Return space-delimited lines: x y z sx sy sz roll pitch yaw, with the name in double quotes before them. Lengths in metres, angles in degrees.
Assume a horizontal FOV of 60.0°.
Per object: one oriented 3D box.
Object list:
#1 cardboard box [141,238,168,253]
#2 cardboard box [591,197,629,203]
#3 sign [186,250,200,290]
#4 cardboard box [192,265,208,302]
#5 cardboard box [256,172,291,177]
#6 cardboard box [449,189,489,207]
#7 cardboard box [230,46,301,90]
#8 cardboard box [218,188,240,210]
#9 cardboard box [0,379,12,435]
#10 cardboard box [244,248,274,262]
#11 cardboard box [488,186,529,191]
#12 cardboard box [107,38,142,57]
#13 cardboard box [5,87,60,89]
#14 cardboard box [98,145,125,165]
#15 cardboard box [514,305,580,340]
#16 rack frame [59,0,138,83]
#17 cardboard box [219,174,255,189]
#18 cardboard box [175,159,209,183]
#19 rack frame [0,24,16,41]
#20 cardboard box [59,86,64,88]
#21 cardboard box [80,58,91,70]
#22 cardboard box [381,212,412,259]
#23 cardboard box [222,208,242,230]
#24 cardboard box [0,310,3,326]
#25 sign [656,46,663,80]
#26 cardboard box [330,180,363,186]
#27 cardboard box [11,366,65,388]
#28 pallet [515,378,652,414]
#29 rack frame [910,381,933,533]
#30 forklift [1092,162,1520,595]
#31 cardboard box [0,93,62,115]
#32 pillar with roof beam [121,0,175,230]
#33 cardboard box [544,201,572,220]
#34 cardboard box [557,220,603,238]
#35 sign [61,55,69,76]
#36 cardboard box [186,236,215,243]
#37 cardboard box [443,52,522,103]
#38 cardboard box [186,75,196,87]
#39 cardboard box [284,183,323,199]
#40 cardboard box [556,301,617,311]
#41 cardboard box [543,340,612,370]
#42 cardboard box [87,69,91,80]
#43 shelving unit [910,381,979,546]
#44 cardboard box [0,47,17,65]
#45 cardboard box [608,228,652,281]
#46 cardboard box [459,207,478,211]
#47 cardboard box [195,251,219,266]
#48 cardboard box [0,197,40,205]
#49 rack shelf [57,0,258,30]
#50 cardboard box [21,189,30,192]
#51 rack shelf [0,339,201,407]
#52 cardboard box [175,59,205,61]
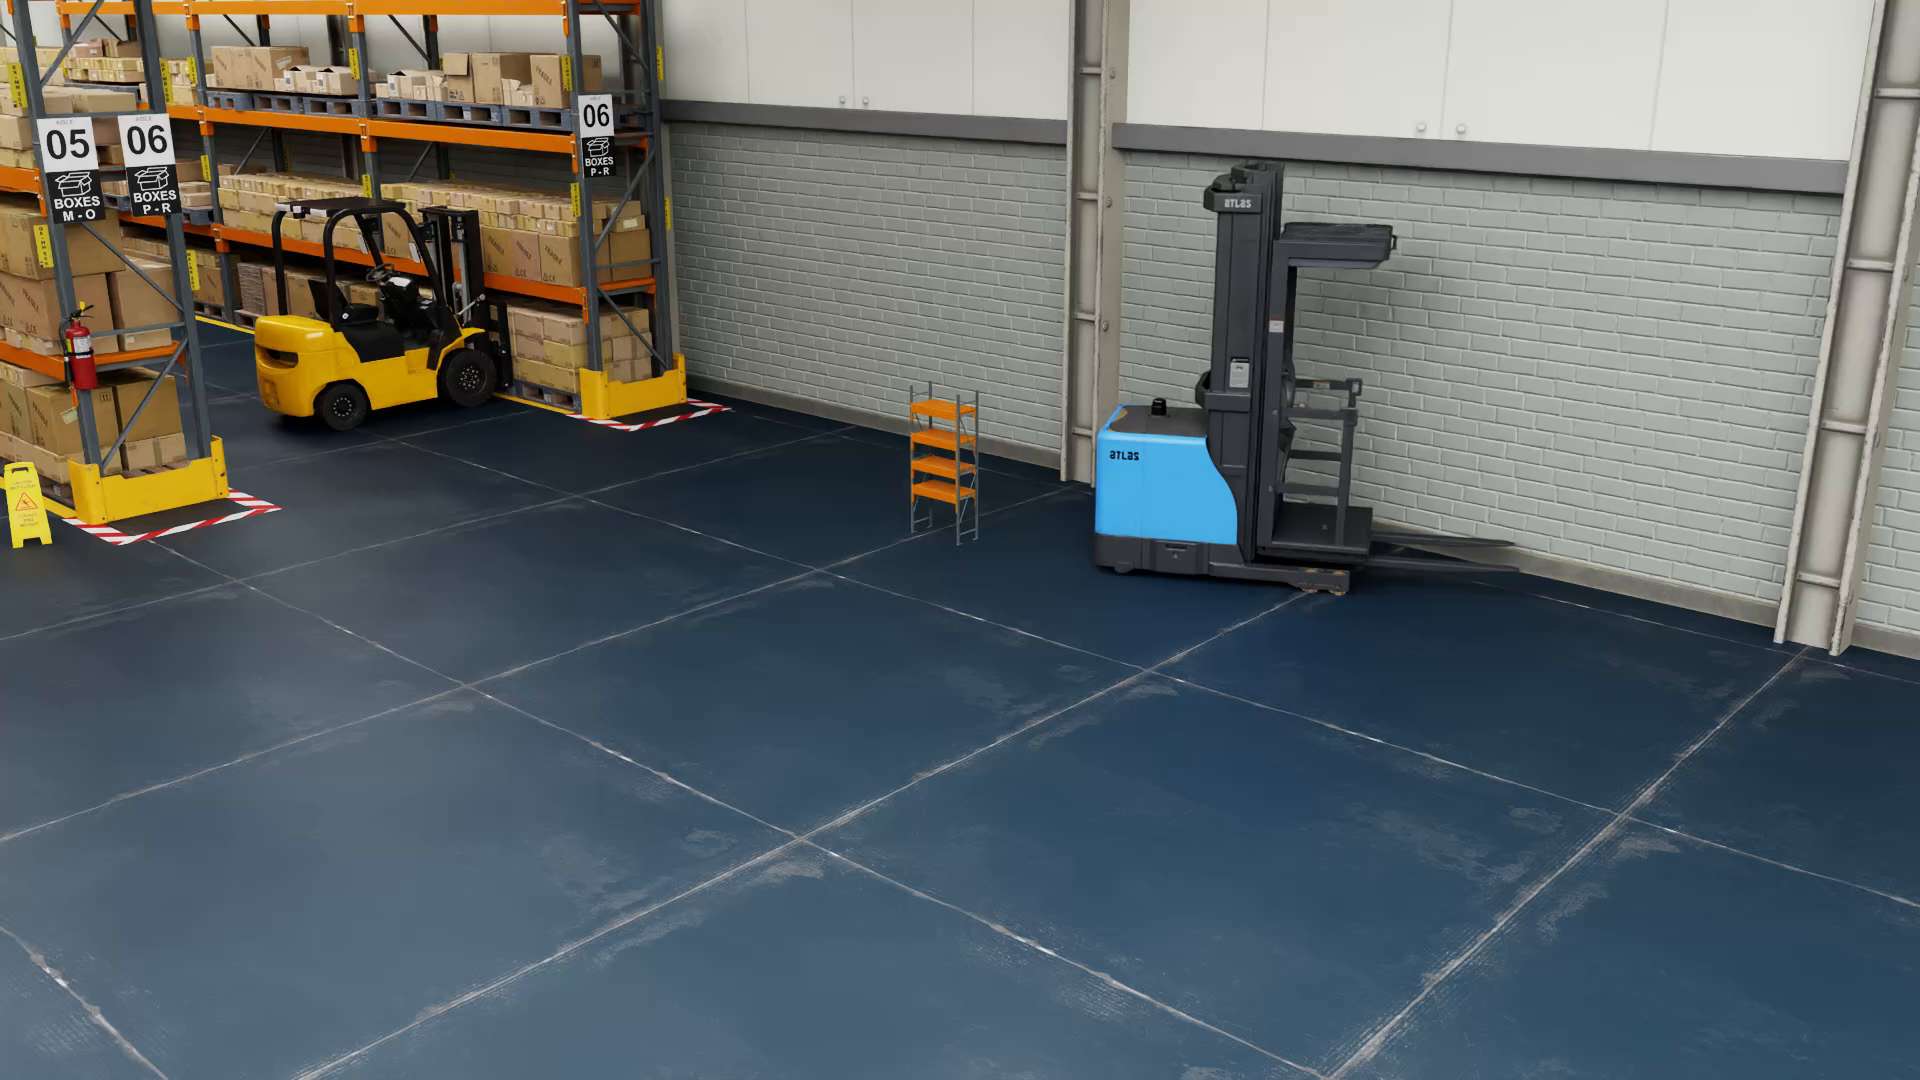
"cardboard box" -11.476 -4.216 23.804 0.250 0.149 0.380 15 23 39
"cardboard box" -3.693 -3.501 17.455 0.250 0.149 0.380 16 24 41
"sign" -6.358 -2.231 13.750 0.005 0.325 0.100 15 23 39
"cardboard box" -10.236 -3.573 22.849 0.500 0.500 0.500 15 23 38
"cardboard box" -9.032 -4.762 21.922 0.250 0.149 0.380 16 24 41
"cardboard box" -5.360 -3.749 18.236 0.250 0.149 0.380 15 23 39
"cardboard box" -8.586 -5.871 20.669 0.500 0.500 0.700 14 23 38
"cardboard box" -9.257 -4.442 21.571 0.500 0.250 0.500 15 23 39
"cardboard box" -8.256 -1.251 14.706 0.500 0.500 0.500 14 23 38
"cardboard box" -9.593 -3.918 22.865 0.250 0.149 0.380 17 24 42
"cardboard box" -5.042 -3.860 18.588 0.250 0.149 0.380 15 23 39
"cardboard box" -11.907 -7.034 23.737 0.258 0.266 0.396 15 23 39
"cardboard box" -7.966 -3.815 14.313 0.250 0.149 0.380 16 23 40
"cardboard box" -6.751 -3.145 13.520 0.250 0.149 0.380 15 23 39
"cardboard box" -4.364 -2.308 17.624 0.500 0.250 0.500 16 23 40
"rack frame" -12.402 -8.088 23.720 0.127 3.000 1.000 15 23 39
"cardboard box" -9.367 -4.651 21.572 0.250 0.149 0.380 16 24 41
"cardboard box" -10.753 -4.960 22.918 0.637 0.503 0.797 14 23 38
"rack frame" -15.393 -8.891 26.250 0.127 3.000 1.000 15 23 39
"cardboard box" -12.867 -6.544 24.228 0.250 0.149 0.380 15 23 39
"cardboard box" -12.061 -6.671 23.277 0.250 0.149 0.380 14 23 38
"cardboard box" -6.259 -3.522 19.084 0.500 0.500 0.500 14 22 38
"cardboard box" -9.240 -4.209 21.664 0.500 0.250 0.500 15 23 39
"cardboard box" -8.050 -2.134 14.220 0.500 0.500 0.500 15 23 39
"sign" -3.053 -4.827 16.829 0.005 0.325 0.100 15 23 39
"cardboard box" -7.648 -4.415 20.826 0.250 0.149 0.380 15 23 40
"cardboard box" -7.810 -1.412 14.140 0.250 0.149 0.380 16 24 41
"pallet" -4.026 -1.634 17.911 1.213 0.211 1.003 15 23 39
"rack frame" -0.306 -0.654 13.189 0.015 1.200 0.240 15 23 39
"forklift" 2.558 -1.182 11.990 3.031 2.935 1.130 5 18 14
"cardboard box" -7.335 -3.447 13.152 0.250 0.149 0.380 16 23 40
"pillar with roof beam" -15.182 -7.457 21.734 0.400 9.000 9.100 15 23 39
"cardboard box" -4.039 -3.384 17.087 0.250 0.149 0.380 15 23 39
"cardboard box" -3.872 -3.182 16.941 0.250 0.149 0.380 15 23 40
"sign" -12.756 -6.780 23.704 0.005 0.325 0.100 15 23 39
"cardboard box" -10.939 -4.287 24.028 0.250 0.149 0.380 15 23 40
"cardboard box" -5.031 -4.934 17.710 0.637 0.503 0.797 16 24 41
"cardboard box" -9.835 -5.990 21.658 0.250 0.149 0.380 16 23 40
"cardboard box" -8.046 -4.283 20.410 0.250 0.149 0.380 14 23 38
"cardboard box" -4.036 -2.424 17.989 0.500 0.250 0.500 15 23 39
"cardboard box" -3.998 -1.974 17.397 0.500 0.250 0.500 15 23 39
"cardboard box" -12.017 -6.548 23.381 0.250 0.149 0.380 15 23 40
"shelving unit" -0.124 -0.605 13.035 0.503 1.200 0.258 15 23 39
"cardboard box" -14.475 -7.420 25.503 0.500 0.250 0.500 15 23 38
"cardboard box" -3.612 -3.029 17.531 0.500 0.500 0.500 16 24 41
"cardboard box" -5.211 -3.540 18.071 0.250 0.149 0.380 14 23 38
"cardboard box" -10.172 -3.833 22.595 0.250 0.149 0.380 14 22 36
"cardboard box" -8.069 -2.597 14.025 0.500 0.500 0.700 15 23 39
"rack shelf" -10.906 -7.153 22.624 4.000 0.370 1.077 15 23 39
"cardboard box" -14.399 -5.514 25.942 0.250 0.149 0.380 14 22 38
"rack shelf" -8.214 -1.754 14.868 4.000 0.370 1.077 15 23 39
"cardboard box" -10.489 -6.492 22.749 0.250 0.149 0.380 15 23 39
